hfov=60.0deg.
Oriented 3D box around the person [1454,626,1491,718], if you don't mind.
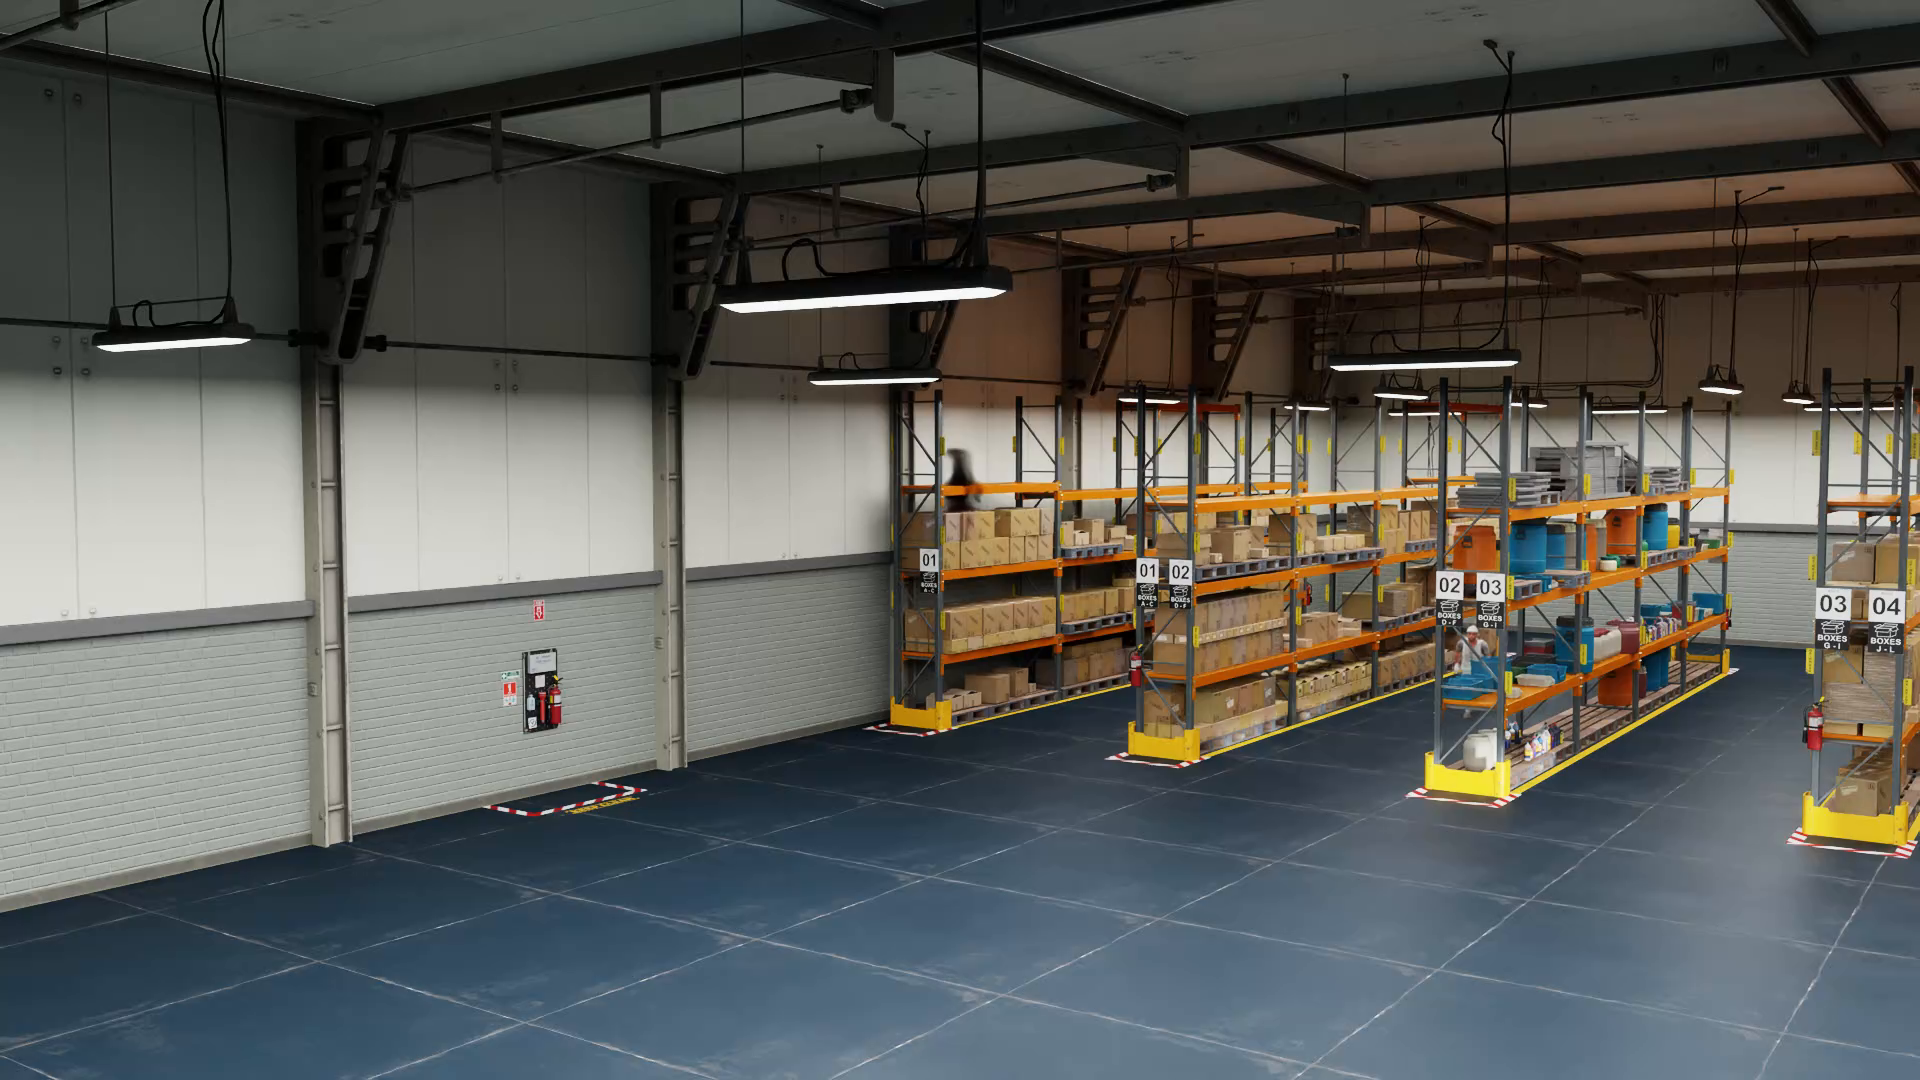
[{"bbox_3d":[9.464,2.392,30.724,0.653,1.659,0.704,1,3,19],"label":"person"}]
